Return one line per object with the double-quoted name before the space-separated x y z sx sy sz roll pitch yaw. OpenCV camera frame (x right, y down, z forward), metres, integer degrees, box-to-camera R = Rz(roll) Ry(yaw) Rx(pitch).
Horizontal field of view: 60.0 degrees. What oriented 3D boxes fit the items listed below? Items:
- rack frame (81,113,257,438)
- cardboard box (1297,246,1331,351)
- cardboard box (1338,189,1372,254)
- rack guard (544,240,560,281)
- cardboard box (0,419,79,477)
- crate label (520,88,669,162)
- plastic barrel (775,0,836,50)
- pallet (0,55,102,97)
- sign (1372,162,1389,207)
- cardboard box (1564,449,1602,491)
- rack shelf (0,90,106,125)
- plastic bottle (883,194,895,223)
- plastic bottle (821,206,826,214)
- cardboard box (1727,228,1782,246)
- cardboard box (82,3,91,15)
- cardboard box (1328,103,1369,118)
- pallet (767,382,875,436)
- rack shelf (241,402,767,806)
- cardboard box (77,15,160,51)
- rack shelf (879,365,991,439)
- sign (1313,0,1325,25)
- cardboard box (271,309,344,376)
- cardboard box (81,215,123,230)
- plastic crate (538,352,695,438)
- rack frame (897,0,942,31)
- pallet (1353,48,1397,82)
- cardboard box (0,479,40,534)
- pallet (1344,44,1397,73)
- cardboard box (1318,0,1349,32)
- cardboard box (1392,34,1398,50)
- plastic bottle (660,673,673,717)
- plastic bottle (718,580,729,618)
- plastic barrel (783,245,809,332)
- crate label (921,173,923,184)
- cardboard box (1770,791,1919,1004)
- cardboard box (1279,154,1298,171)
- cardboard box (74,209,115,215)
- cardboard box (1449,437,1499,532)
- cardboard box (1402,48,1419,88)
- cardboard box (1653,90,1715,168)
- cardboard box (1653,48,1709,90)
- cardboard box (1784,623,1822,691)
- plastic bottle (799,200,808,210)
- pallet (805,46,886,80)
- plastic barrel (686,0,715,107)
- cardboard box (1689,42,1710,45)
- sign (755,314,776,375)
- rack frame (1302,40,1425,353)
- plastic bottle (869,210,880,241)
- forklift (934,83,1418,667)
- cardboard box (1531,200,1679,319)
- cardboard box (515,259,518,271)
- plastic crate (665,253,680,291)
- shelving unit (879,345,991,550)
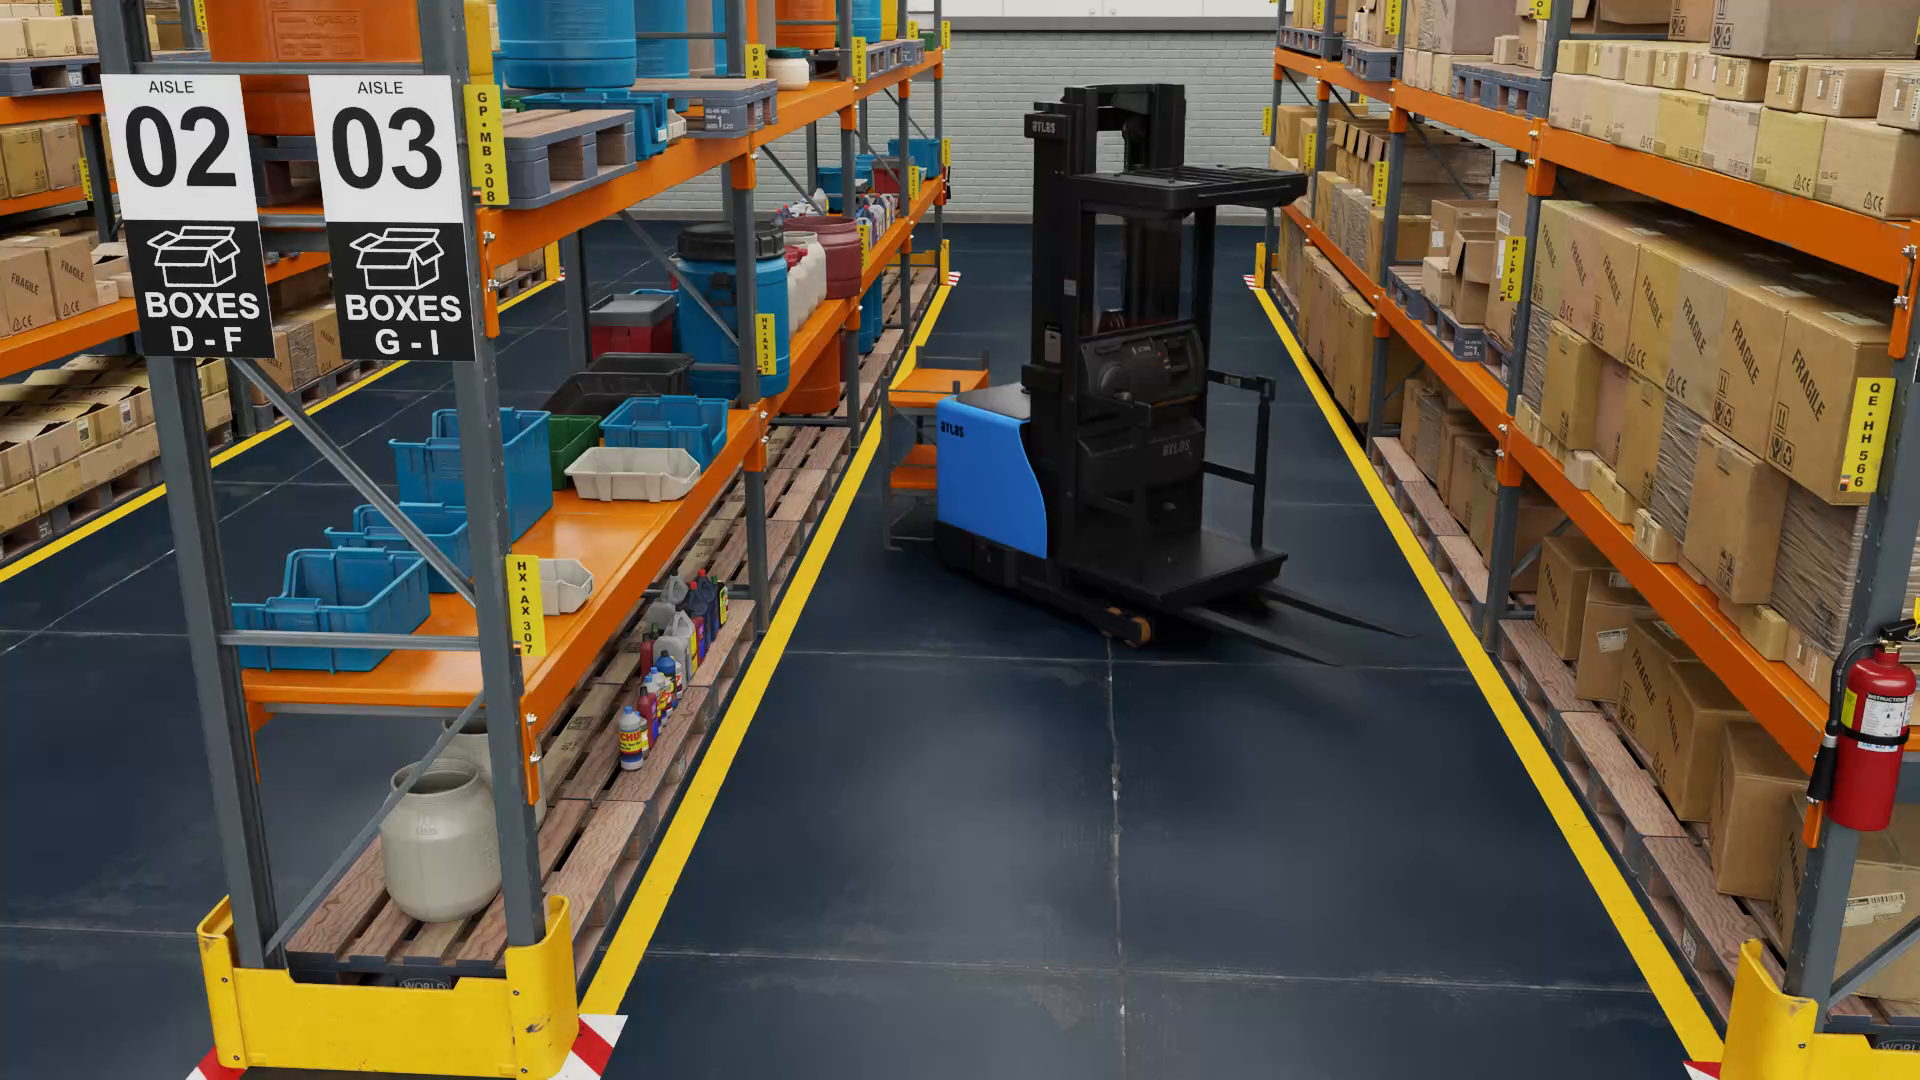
"rack frame" -6.233 -2.278 13.059 1.000 3.000 0.127 1 18 4
"cardboard box" 3.909 -2.289 15.829 1.225 0.875 0.875 1 18 4
"cardboard box" 3.549 -2.736 14.296 0.500 0.500 0.500 2 18 5
"rack guard" -5.665 -3.551 20.959 1.175 0.500 0.348 1 18 4
"cardboard box" -6.164 -0.634 10.882 0.500 0.311 0.500 1 18 2
"crate label" -1.402 -1.611 6.443 0.502 0.251 0.408 1 18 4
"plastic barrel" -1.249 -4.172 12.656 0.600 0.830 0.708 1 18 4
"pallet" -6.269 -3.054 10.911 1.003 0.211 1.213 2 18 6
"sign" 3.094 -2.618 12.235 0.100 0.325 0.005 1 18 4
"cardboard box" 2.957 -0.324 7.498 0.380 0.149 0.250 1 18 4
"rack shelf" -6.376 -2.741 10.808 1.077 0.370 4.000 1 18 4
"plastic bottle" -0.712 -3.220 16.133 0.152 0.276 0.135 1 18 4
"plastic bottle" -1.319 -3.069 15.789 0.097 0.201 0.097 0 18 0
"cardboard box" 3.532 -1.021 6.978 0.500 0.500 0.500 1 18 4
"cardboard box" -10.424 -6.078 19.245 0.500 0.250 0.500 1 18 2
"cardboard box" 4.448 -4.810 19.344 0.500 0.500 0.500 2 18 5
"pallet" -1.278 -1.087 13.902 1.003 0.211 1.213 1 18 4
"rack shelf" -1.723 0.039 7.143 1.077 0.370 4.000 1 18 4
"cardboard box" -6.209 -3.690 12.116 0.500 0.250 0.500 0 18 0
"rack shelf" -0.150 -0.901 10.926 0.538 0.278 1.000 3 18 10
"sign" 3.381 -5.019 15.648 0.100 0.325 0.005 1 18 4
"cardboard box" -5.842 -1.753 14.763 0.500 0.500 0.500 1 18 3
"cardboard box" -10.396 -3.849 20.151 0.380 0.149 0.250 2 18 5
"plastic crate" -1.744 -0.735 8.448 0.767 0.338 0.504 1 18 4
"rack frame" -0.719 -7.502 19.366 1.000 3.000 0.127 1 18 4
"pallet" 3.641 -3.593 12.556 1.213 0.211 1.003 2 18 6
"cardboard box" -6.206 -0.207 10.480 0.500 0.250 0.500 2 18 5
"pallet" 3.718 -3.940 13.617 1.003 0.211 1.213 2 18 6
"cardboard box" 3.931 -5.263 16.354 0.700 0.500 0.500 0 18 1
"cardboard box" 3.620 -3.921 12.415 0.797 0.503 0.637 2 18 7
"plastic bottle" -1.386 0.714 7.713 0.097 0.201 0.097 0 18 0
"plastic bottle" -1.294 0.316 8.928 0.097 0.201 0.097 0 18 0
"plastic barrel" -1.208 -1.643 10.903 0.433 0.535 0.433 0 18 0
"crate label" -0.628 -4.120 19.007 0.396 0.136 0.243 1 18 4
"cardboard box" 3.136 1.223 5.712 0.500 0.500 0.500 5 19 14
"cardboard box" 3.847 -4.150 18.534 0.500 0.250 0.500 1 18 2
"cardboard box" -10.741 -4.016 20.660 0.380 0.149 0.250 1 18 4
"cardboard box" 3.519 -0.347 10.471 0.700 0.500 0.500 0 18 -1
"cardboard box" 3.360 -3.270 11.508 0.500 0.250 0.500 2 18 5
"cardboard box" 2.964 -1.551 6.264 0.500 0.250 0.500 1 18 3
"cardboard box" 2.974 -1.857 6.557 0.380 0.149 0.250 1 18 3
"cardboard box" 2.907 0.377 5.358 0.380 0.149 0.250 1 18 4
"plastic bottle" -1.481 -3.063 15.661 0.097 0.271 0.097 0 18 0
"pallet" -1.140 -3.738 12.998 1.003 0.211 1.213 1 18 4
"plastic barrel" -1.712 -2.954 9.498 0.600 0.901 0.600 0 18 0
"cardboard box" 3.516 -2.169 7.508 0.380 0.149 0.250 1 18 5
"sign" -1.031 -1.040 8.835 0.100 0.325 0.005 1 18 4
"rack frame" 3.935 -3.298 16.172 1.000 3.000 0.127 1 18 4
"plastic bottle" -0.800 -2.836 14.961 0.152 0.276 0.135 1 18 4
"forklift" 1.171 -0.981 9.211 1.130 2.935 3.031 -15 23 -38
"cardboard box" 3.075 -1.344 7.962 0.500 0.500 0.500 1 18 4
"cardboard box" -5.571 -3.327 20.104 0.380 0.166 0.250 1 18 4
"plastic crate" -1.714 -1.702 11.197 0.402 0.464 0.583 1 18 4
"shelving unit" -0.150 -0.623 11.017 0.538 1.125 1.048 3 18 10
